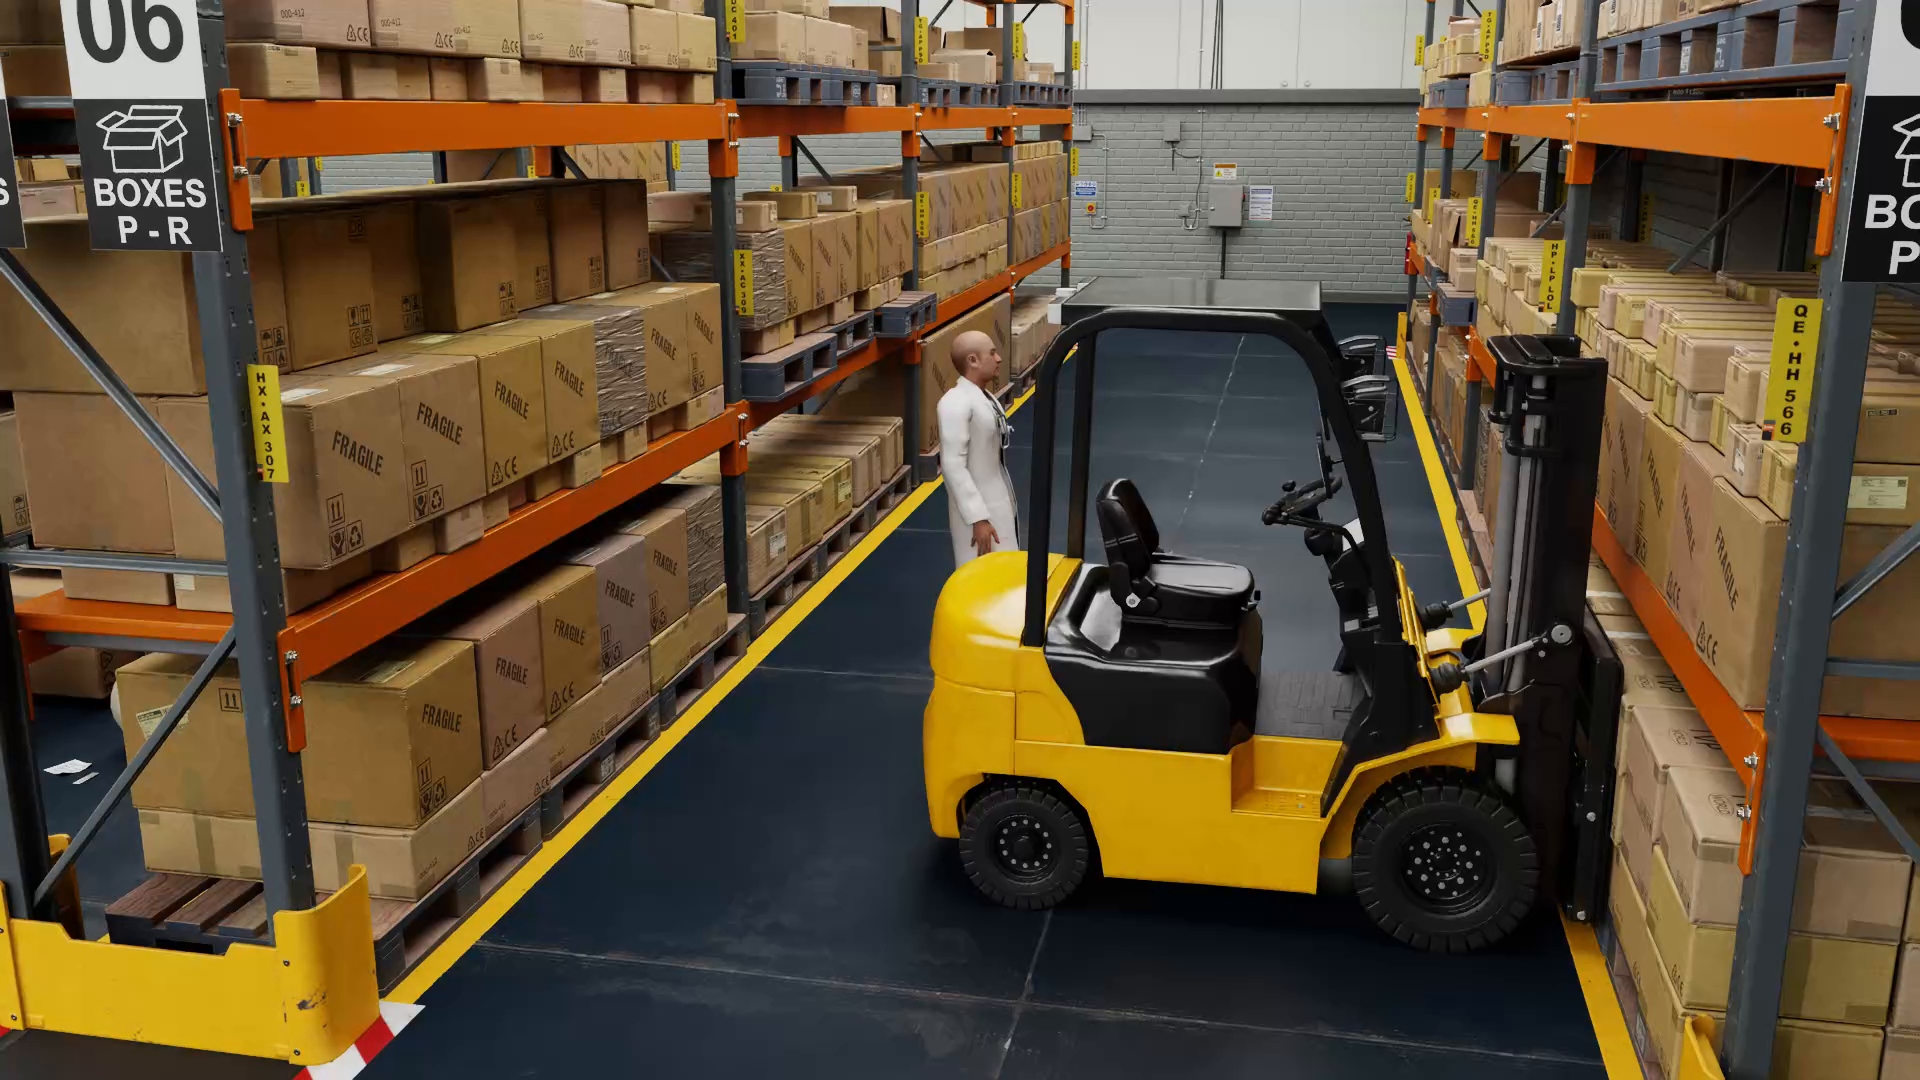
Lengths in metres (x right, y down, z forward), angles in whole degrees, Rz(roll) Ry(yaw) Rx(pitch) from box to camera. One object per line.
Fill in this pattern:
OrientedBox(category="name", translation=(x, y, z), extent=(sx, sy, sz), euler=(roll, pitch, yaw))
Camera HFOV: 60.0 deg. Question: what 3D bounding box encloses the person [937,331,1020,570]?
OrientedBox(category="person", translation=(0.206, -0.088, 7.842), extent=(0.579, 1.778, 0.698), euler=(3, 15, 11))
